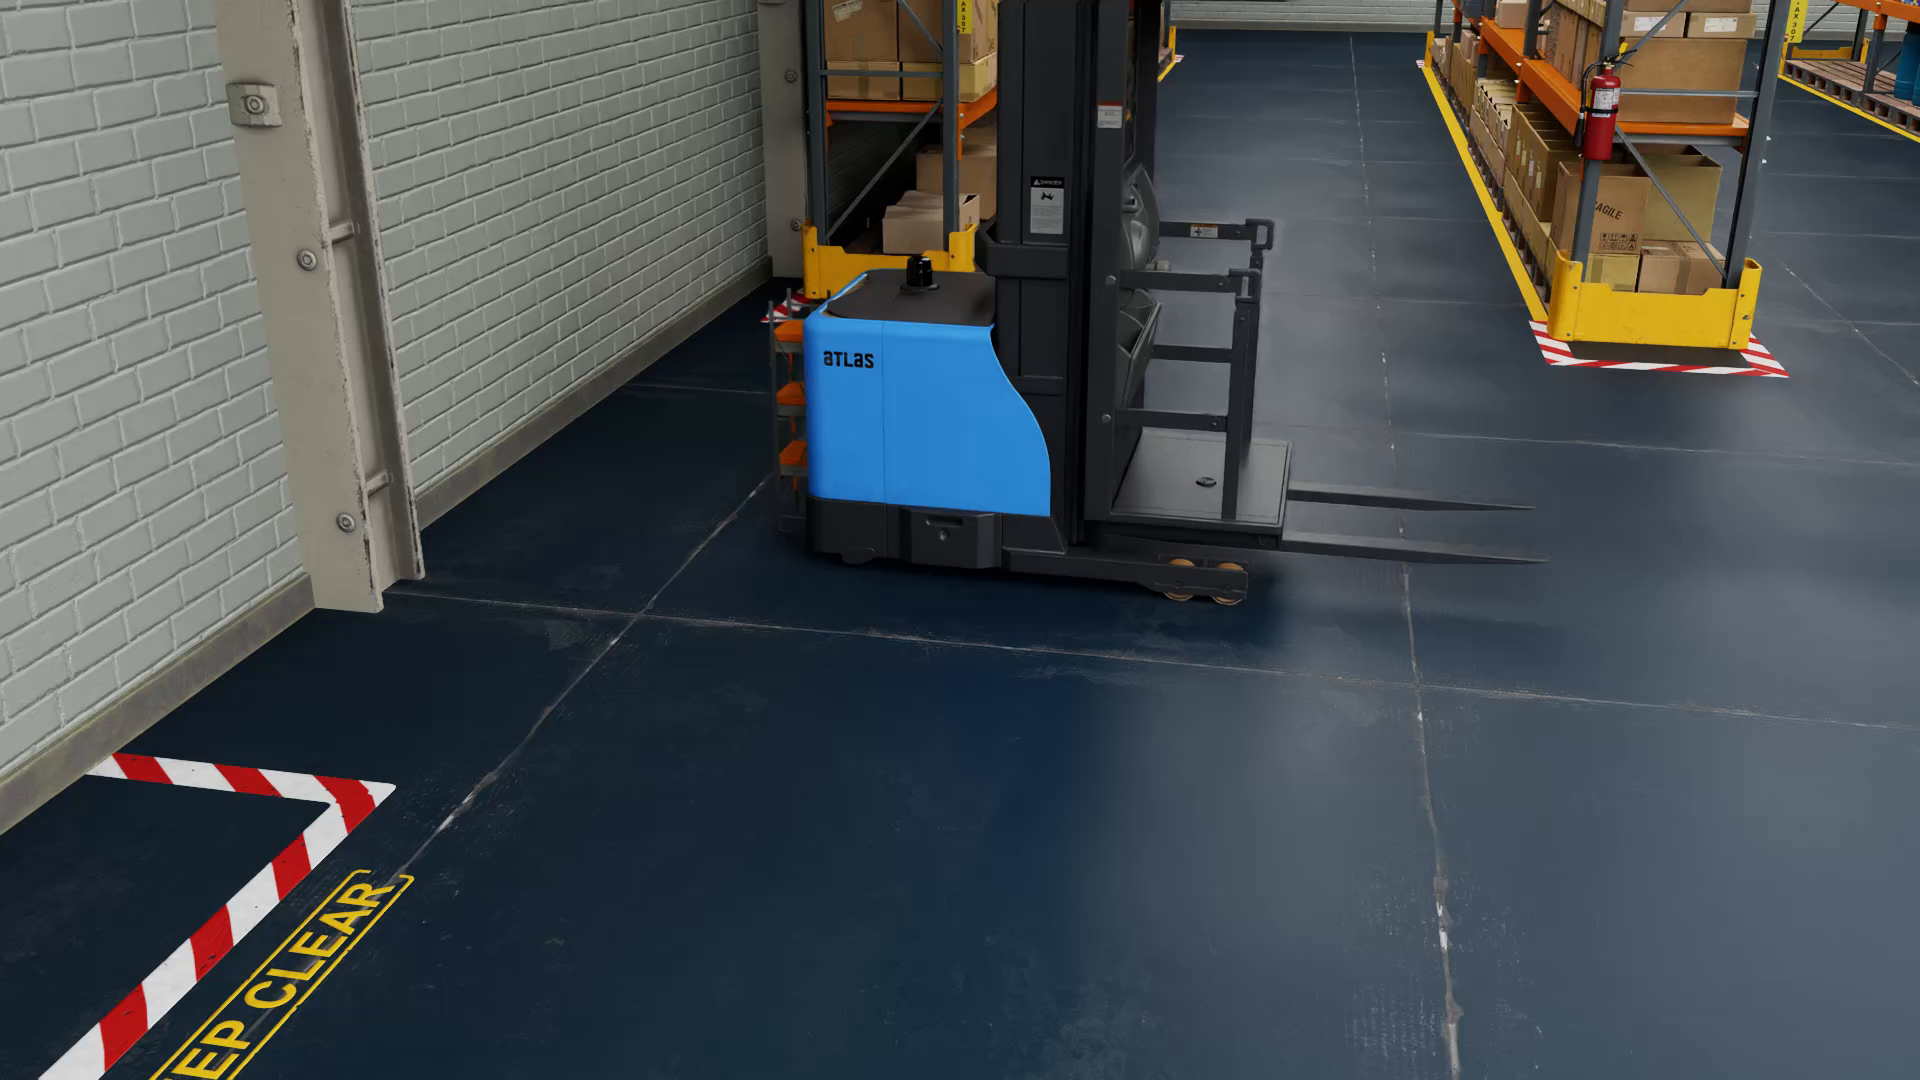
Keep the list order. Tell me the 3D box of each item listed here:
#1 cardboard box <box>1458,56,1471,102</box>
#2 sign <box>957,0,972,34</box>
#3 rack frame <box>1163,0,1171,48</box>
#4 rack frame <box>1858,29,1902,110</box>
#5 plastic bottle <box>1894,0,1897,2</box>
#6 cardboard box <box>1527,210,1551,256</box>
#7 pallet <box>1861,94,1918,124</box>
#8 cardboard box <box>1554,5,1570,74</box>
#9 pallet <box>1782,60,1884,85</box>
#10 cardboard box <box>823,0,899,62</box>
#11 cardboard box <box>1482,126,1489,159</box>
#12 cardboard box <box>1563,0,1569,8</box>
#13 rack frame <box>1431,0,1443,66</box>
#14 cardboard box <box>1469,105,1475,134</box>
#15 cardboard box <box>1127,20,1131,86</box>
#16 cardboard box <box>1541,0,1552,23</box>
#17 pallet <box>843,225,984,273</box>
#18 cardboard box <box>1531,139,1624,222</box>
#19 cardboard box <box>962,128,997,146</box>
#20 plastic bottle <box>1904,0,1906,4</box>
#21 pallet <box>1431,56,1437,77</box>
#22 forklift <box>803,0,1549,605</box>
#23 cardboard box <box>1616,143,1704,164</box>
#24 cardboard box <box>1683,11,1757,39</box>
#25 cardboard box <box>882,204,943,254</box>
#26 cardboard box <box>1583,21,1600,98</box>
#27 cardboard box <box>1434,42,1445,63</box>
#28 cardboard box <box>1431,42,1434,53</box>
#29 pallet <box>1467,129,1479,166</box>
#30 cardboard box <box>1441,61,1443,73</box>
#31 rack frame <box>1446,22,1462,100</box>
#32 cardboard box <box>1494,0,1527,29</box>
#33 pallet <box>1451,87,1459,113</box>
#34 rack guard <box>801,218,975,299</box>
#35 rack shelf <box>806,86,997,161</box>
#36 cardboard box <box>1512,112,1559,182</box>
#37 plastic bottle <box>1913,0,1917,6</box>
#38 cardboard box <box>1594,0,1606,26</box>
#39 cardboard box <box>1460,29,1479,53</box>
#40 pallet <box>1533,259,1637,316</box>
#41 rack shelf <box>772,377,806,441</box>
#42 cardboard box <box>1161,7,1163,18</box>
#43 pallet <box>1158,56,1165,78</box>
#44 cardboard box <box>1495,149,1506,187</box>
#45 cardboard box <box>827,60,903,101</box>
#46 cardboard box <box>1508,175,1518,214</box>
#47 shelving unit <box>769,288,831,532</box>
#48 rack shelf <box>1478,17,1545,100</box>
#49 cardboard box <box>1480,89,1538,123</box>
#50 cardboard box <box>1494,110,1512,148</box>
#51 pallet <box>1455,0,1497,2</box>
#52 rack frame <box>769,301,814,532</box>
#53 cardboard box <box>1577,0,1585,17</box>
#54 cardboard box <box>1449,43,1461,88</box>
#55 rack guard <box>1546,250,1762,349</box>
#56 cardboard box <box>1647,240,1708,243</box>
[{"bbox_3d":[6.144,-5.392,19.485,0.500,0.500,0.500,4,22,9],"label":"cardboard box"},{"bbox_3d":[0.025,-3.417,10.664,0.100,0.325,0.005,4,22,11],"label":"sign"},{"bbox_3d":[2.758,-8.908,25.458,1.000,3.000,0.127,4,22,11],"label":"rack frame"},{"bbox_3d":[11.641,-6.690,19.950,1.000,3.000,0.127,4,22,11],"label":"rack frame"},{"bbox_3d":[11.148,-6.534,19.720,0.061,0.283,0.133,4,22,11],"label":"plastic bottle"},{"bbox_3d":[4.354,-2.185,11.883,0.500,0.250,0.500,4,22,11],"label":"cardboard box"},{"bbox_3d":[11.442,-5.118,19.778,1.003,0.211,1.213,4,22,11],"label":"pallet"},{"bbox_3d":[4.974,-3.834,12.723,0.700,0.500,0.500,4,22,10],"label":"cardboard box"},{"bbox_3d":[12.251,-6.561,23.362,1.003,0.211,1.213,4,22,11],"label":"pallet"},{"bbox_3d":[-0.619,-3.533,11.281,0.500,0.500,0.500,4,22,10],"label":"cardboard box"},{"bbox_3d":[5.275,-3.794,15.878,0.500,0.250,0.500,5,22,12],"label":"cardboard box"},{"bbox_3d":[4.708,-4.033,12.351,0.380,0.149,0.250,4,22,9],"label":"cardboard box"},{"bbox_3d":[7.608,-8.532,24.523,1.000,3.000,0.127,4,22,11],"label":"rack frame"},{"bbox_3d":[5.582,-4.356,17.274,0.500,0.250,0.500,4,22,11],"label":"cardboard box"},{"bbox_3d":[1.758,-6.070,20.726,0.750,0.750,0.750,5,23,13],"label":"cardboard box"},{"bbox_3d":[5.440,-4.662,14.780,0.500,0.500,0.500,6,23,15],"label":"cardboard box"},{"bbox_3d":[-0.291,-2.085,12.249,1.003,0.211,1.213,4,22,11],"label":"pallet"},{"bbox_3d":[4.351,-2.533,11.743,0.500,0.500,0.500,4,22,11],"label":"cardboard box"},{"bbox_3d":[0.137,-3.182,13.995,0.500,0.500,0.500,3,22,7],"label":"cardboard box"},{"bbox_3d":[11.095,-6.401,19.404,0.097,0.271,0.097,0,22,0],"label":"plastic bottle"},{"bbox_3d":[7.431,-6.919,24.251,1.003,0.211,1.213,4,22,11],"label":"pallet"},{"bbox_3d":[0.917,-1.315,6.695,3.031,2.935,1.130,5,22,12],"label":"forklift"},{"bbox_3d":[4.860,-2.494,11.645,0.500,0.500,0.500,4,22,11],"label":"cardboard box"},{"bbox_3d":[4.634,-3.155,10.170,0.380,0.149,0.250,4,22,11],"label":"cardboard box"},{"bbox_3d":[-0.277,-2.260,11.960,0.500,0.311,0.500,2,22,5],"label":"cardboard box"},{"bbox_3d":[4.661,-3.270,11.324,0.700,0.500,0.500,5,22,11],"label":"cardboard box"},{"bbox_3d":[7.016,-6.918,23.607,0.500,0.250,0.500,4,22,11],"label":"cardboard box"},{"bbox_3d":[7.187,-7.287,24.659,0.380,0.149,0.250,4,22,11],"label":"cardboard box"},{"bbox_3d":[5.770,-4.015,17.039,1.003,0.211,1.213,4,22,11],"label":"pallet"},{"bbox_3d":[6.649,-6.323,22.264,0.380,0.149,0.250,4,22,11],"label":"cardboard box"},{"bbox_3d":[6.792,-7.069,20.891,1.000,3.000,0.127,4,22,11],"label":"rack frame"},{"bbox_3d":[5.604,-5.253,16.500,0.500,0.311,0.500,4,22,10],"label":"cardboard box"},{"bbox_3d":[6.663,-5.475,20.666,1.003,0.211,1.213,4,22,11],"label":"pallet"},{"bbox_3d":[-0.491,-1.925,11.464,1.175,0.500,0.348,4,22,11],"label":"rack guard"},{"bbox_3d":[-0.099,-3.455,12.879,1.077,0.370,4.000,4,22,11],"label":"rack shelf"},{"bbox_3d":[4.664,-3.081,13.104,0.500,0.500,0.500,4,22,11],"label":"cardboard box"},{"bbox_3d":[11.028,-6.248,19.118,0.097,0.201,0.097,0,22,0],"label":"plastic bottle"},{"bbox_3d":[4.393,-3.463,10.935,0.380,0.149,0.250,5,22,12],"label":"cardboard box"},{"bbox_3d":[6.251,-5.938,19.834,0.500,0.250,0.500,5,22,11],"label":"cardboard box"},{"bbox_3d":[4.459,-1.670,11.217,1.003,0.211,1.213,4,22,11],"label":"pallet"},{"bbox_3d":[-0.688,-0.555,7.356,0.215,0.259,0.240,5,22,12],"label":"rack shelf"},{"bbox_3d":[2.814,-7.826,24.687,0.380,0.149,0.250,5,22,12],"label":"cardboard box"},{"bbox_3d":[2.421,-6.872,24.133,1.003,0.211,1.213,4,22,11],"label":"pallet"},{"bbox_3d":[4.961,-3.236,14.493,0.500,0.250,0.500,4,22,10],"label":"cardboard box"},{"bbox_3d":[-0.601,-3.182,11.414,0.500,0.250,0.500,5,22,12],"label":"cardboard box"},{"bbox_3d":[4.661,-2.734,13.245,0.500,0.250,0.500,4,22,11],"label":"cardboard box"},{"bbox_3d":[-0.688,-0.565,7.352,0.215,1.050,0.252,5,22,12],"label":"shelving unit"},{"bbox_3d":[5.568,-4.541,15.577,1.077,0.370,4.000,4,22,11],"label":"rack shelf"},{"bbox_3d":[5.376,-4.238,16.228,0.500,0.311,0.500,4,22,9],"label":"cardboard box"},{"bbox_3d":[5.062,-3.684,14.852,0.500,0.311,0.500,5,22,12],"label":"cardboard box"},{"bbox_3d":[6.522,-6.696,20.222,1.003,0.211,1.213,4,22,11],"label":"pallet"},{"bbox_3d":[-0.715,-0.521,7.241,0.200,1.050,0.008,5,22,12],"label":"rack frame"},{"bbox_3d":[4.549,-3.749,11.646,0.380,0.149,0.250,4,22,10],"label":"cardboard box"},{"bbox_3d":[6.455,-5.955,20.883,0.500,0.500,0.500,3,22,8],"label":"cardboard box"},{"bbox_3d":[4.339,-1.512,10.439,1.175,0.500,0.348,4,22,11],"label":"rack guard"},{"bbox_3d":[4.769,-1.962,11.329,0.500,0.250,0.500,4,22,11],"label":"cardboard box"}]
